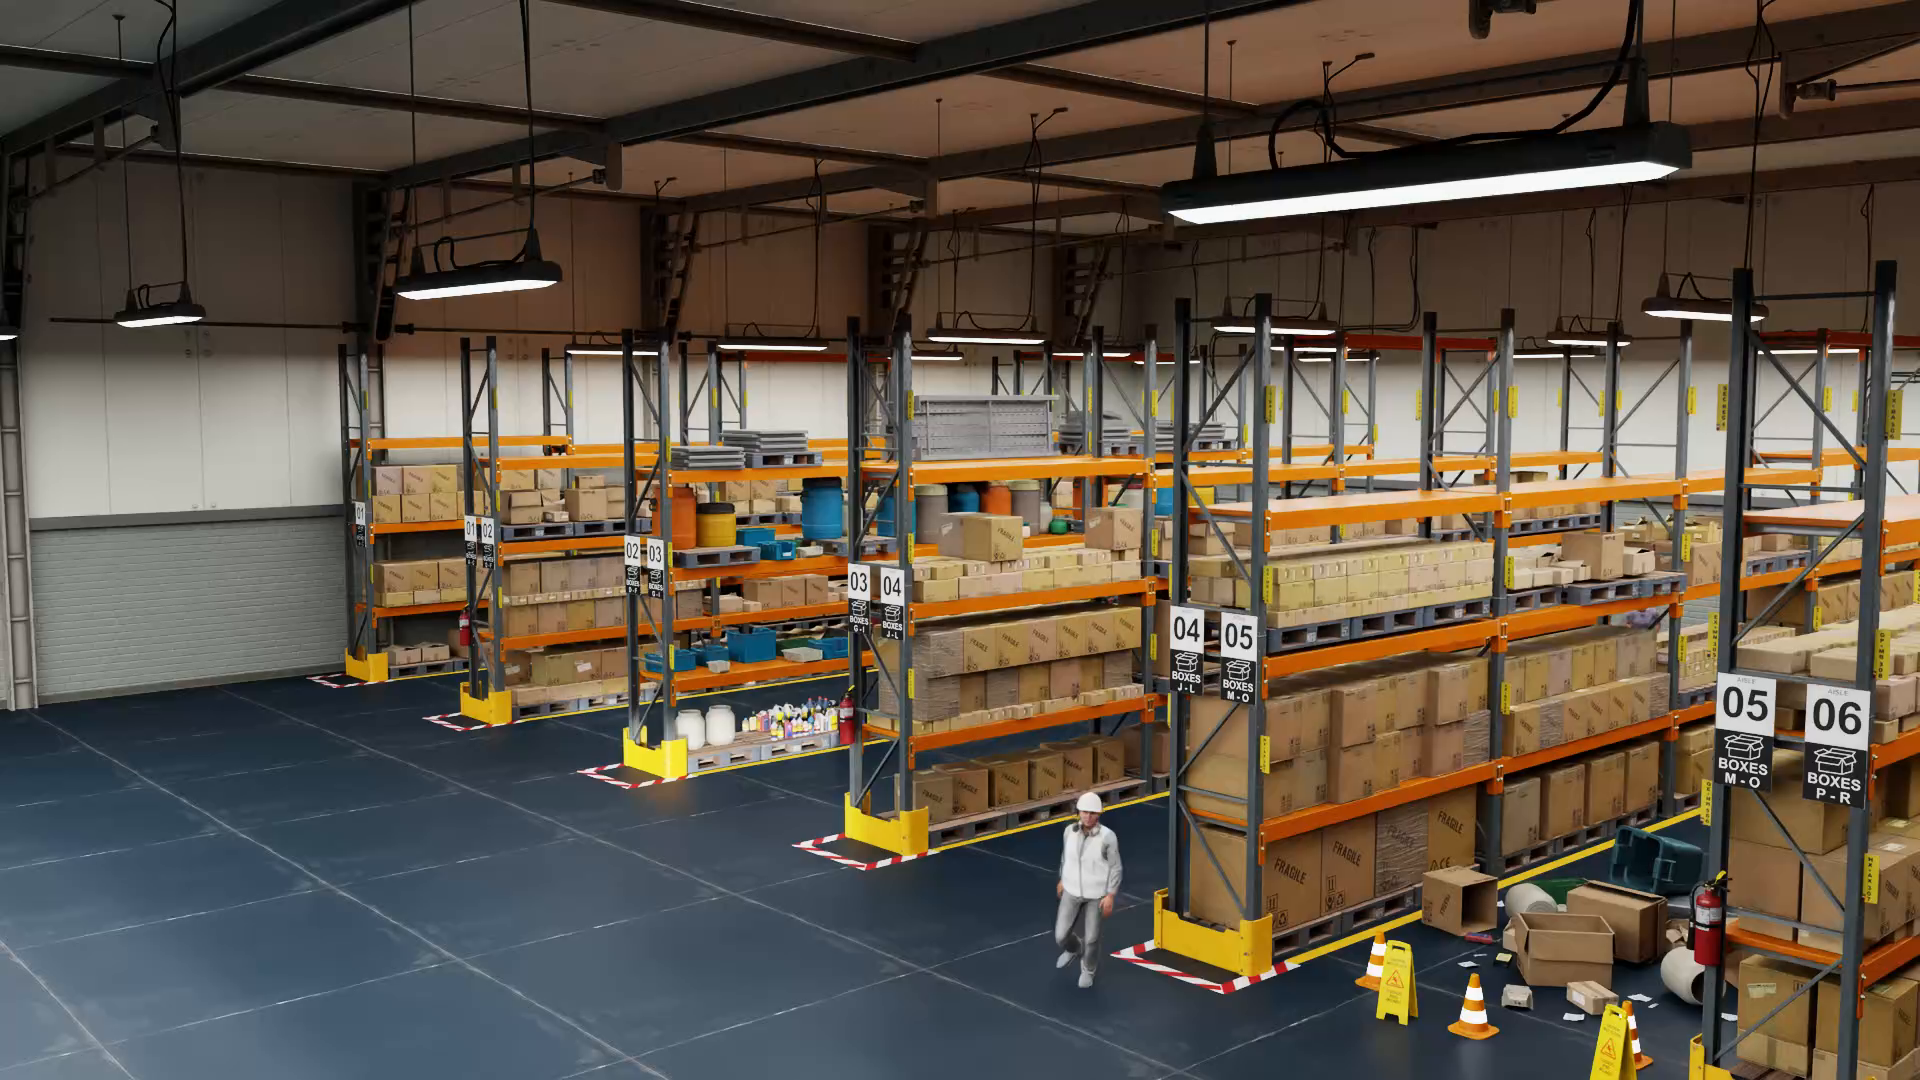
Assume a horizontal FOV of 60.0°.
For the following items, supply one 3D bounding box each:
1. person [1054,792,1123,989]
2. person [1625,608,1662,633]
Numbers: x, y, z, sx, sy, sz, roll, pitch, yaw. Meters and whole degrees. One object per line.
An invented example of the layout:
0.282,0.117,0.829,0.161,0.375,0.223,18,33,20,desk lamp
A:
1.107,3.018,14.328,0.645,1.752,0.566,2,5,20,person
12.246,1.743,29.848,0.631,1.510,0.725,1,5,10,person
